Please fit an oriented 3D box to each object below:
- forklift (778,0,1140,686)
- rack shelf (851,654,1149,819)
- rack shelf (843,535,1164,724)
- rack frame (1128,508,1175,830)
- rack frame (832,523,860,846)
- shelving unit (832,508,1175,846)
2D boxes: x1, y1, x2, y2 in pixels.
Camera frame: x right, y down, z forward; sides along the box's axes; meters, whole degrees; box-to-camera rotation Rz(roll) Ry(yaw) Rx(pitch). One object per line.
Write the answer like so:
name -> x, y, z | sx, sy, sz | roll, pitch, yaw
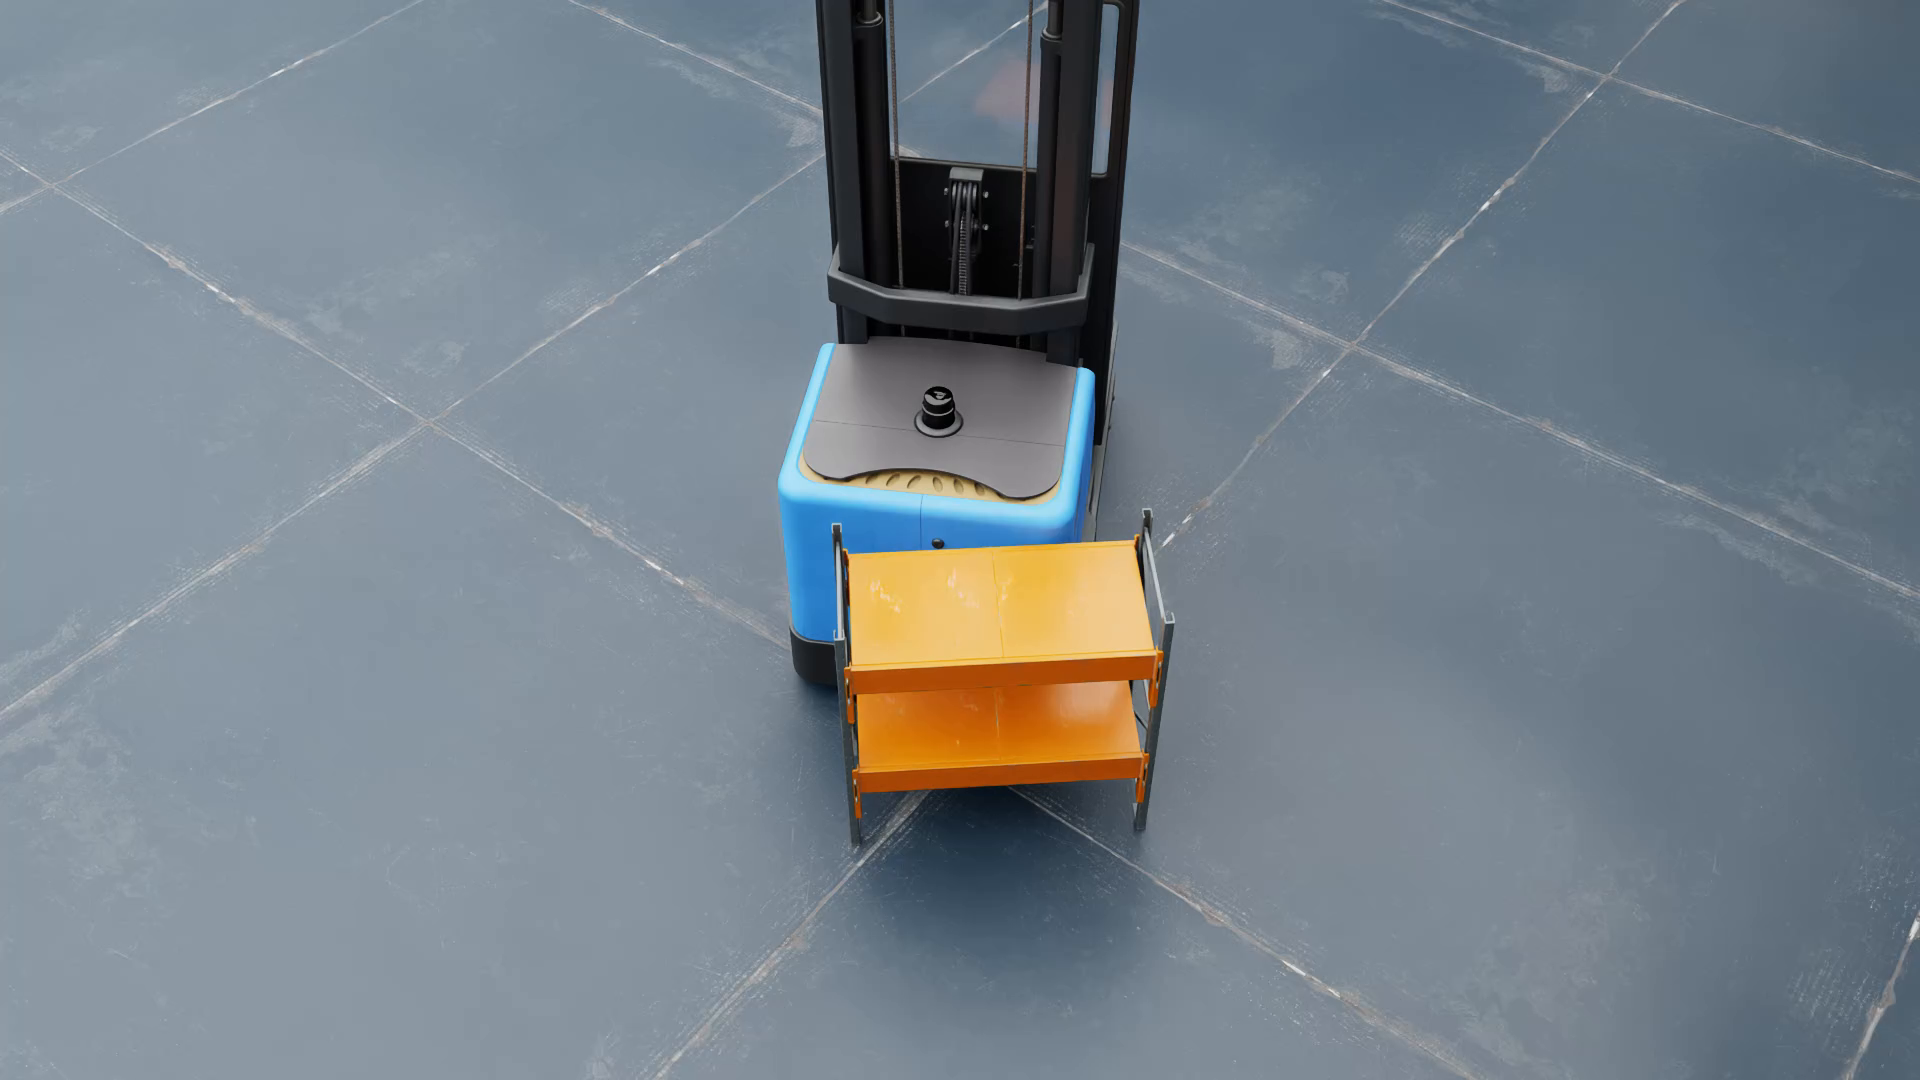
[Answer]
forklift -> 0.094, -1.458, 6.281 | 1.130, 2.935, 3.031 | 6, 47, 6
rack shelf -> 0.122, 0.658, 5.847 | 1.000, 0.278, 0.538 | -3, 46, -3
rack shelf -> 0.122, 0.287, 5.458 | 1.000, 0.278, 0.538 | -3, 46, -3
rack frame -> 0.629, 0.464, 5.693 | 0.032, 1.125, 0.500 | -3, 46, -3
rack frame -> -0.385, 0.514, 5.646 | 0.032, 1.125, 0.500 | -3, 46, -3
shelving unit -> 0.122, 0.489, 5.670 | 1.048, 1.125, 0.538 | -3, 46, -3
